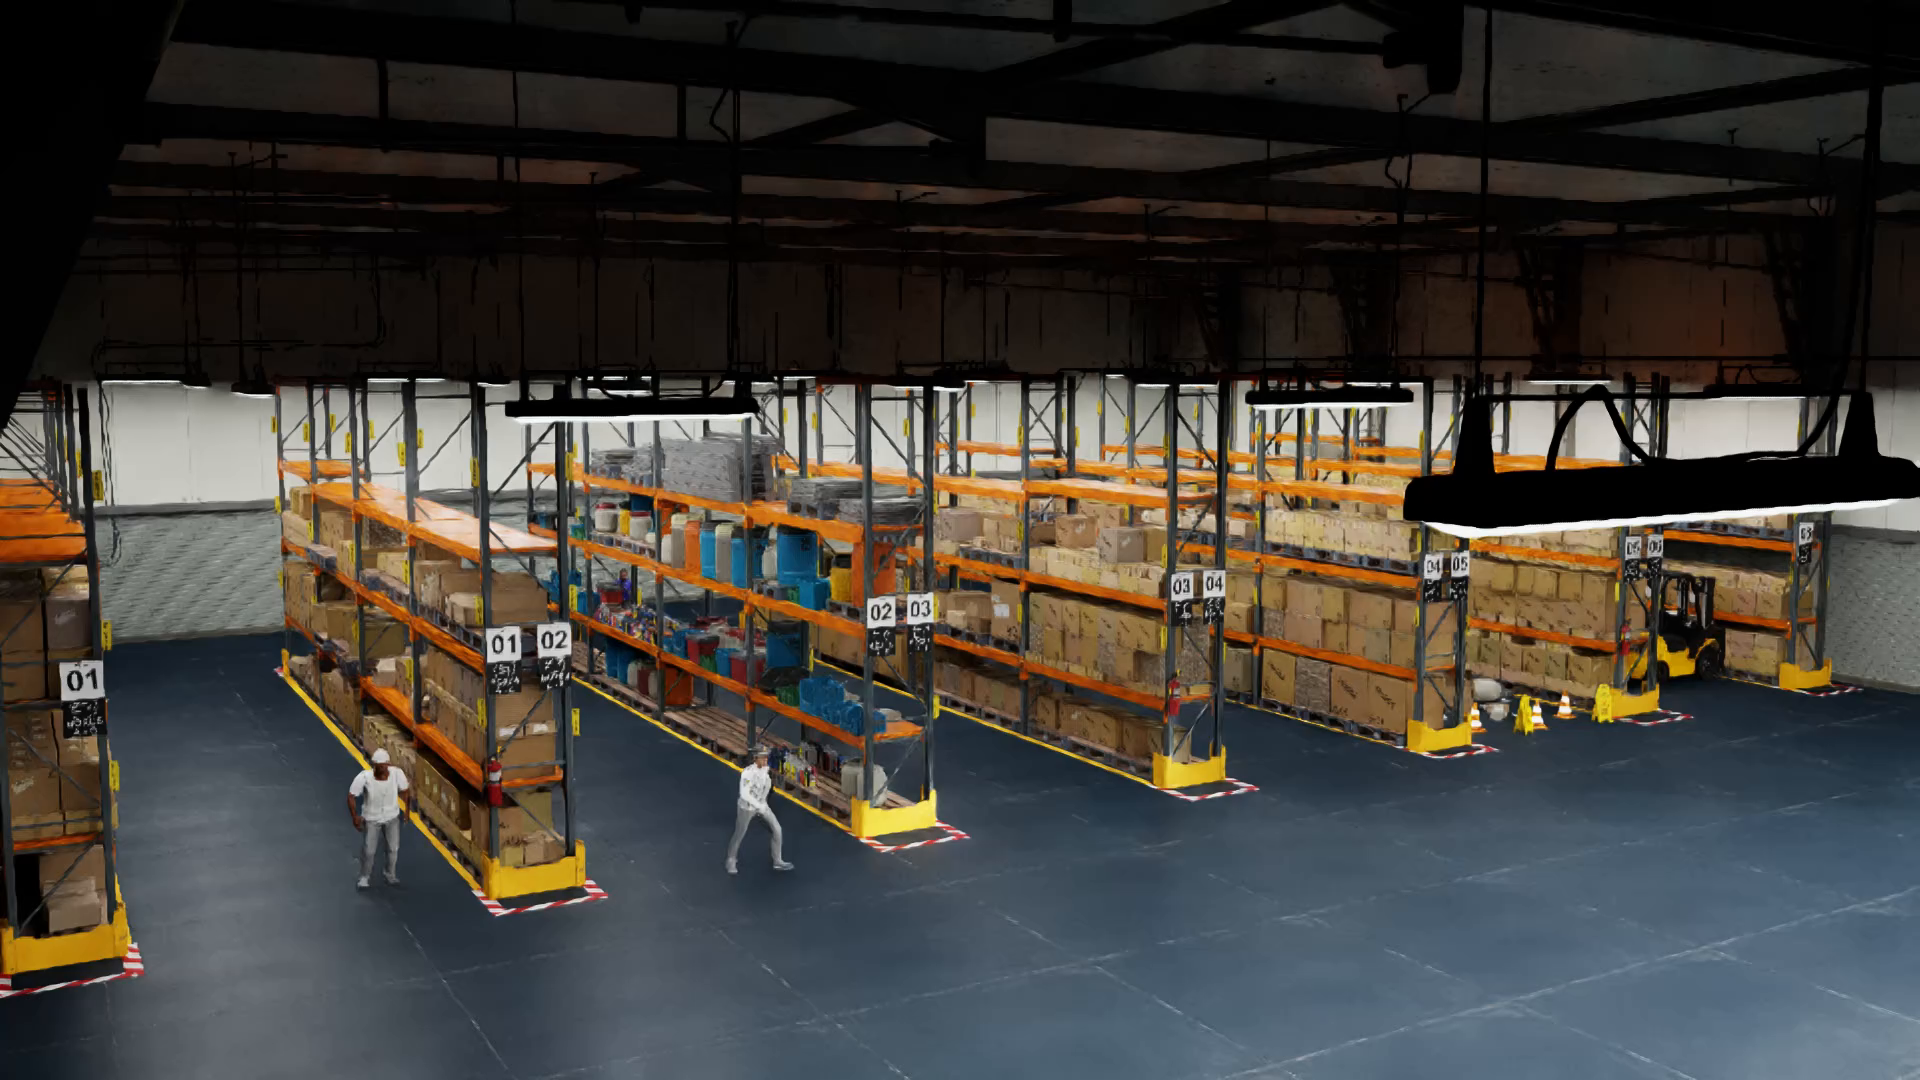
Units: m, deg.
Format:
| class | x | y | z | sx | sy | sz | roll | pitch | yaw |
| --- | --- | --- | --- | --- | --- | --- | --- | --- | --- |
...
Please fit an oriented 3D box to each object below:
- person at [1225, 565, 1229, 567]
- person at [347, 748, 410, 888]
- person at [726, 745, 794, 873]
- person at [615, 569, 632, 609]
| class | x | y | z | sx | sy | sz | roll | pitch | yaw |
| --- | --- | --- | --- | --- | --- | --- | --- | --- | --- |
| person | 5.792 | 1.428 | 36.601 | 0.643 | 1.773 | 0.673 | -1 | 6 | -6 |
| person | -6.931 | 3.317 | 19.879 | 0.719 | 1.713 | 0.578 | -4 | 7 | -31 |
| person | -2.521 | 3.290 | 20.455 | 0.771 | 1.618 | 0.640 | 5 | 8 | 40 |
| person | -7.629 | 1.479 | 37.596 | 0.447 | 1.460 | 1.088 | -3 | 7 | -27 |
